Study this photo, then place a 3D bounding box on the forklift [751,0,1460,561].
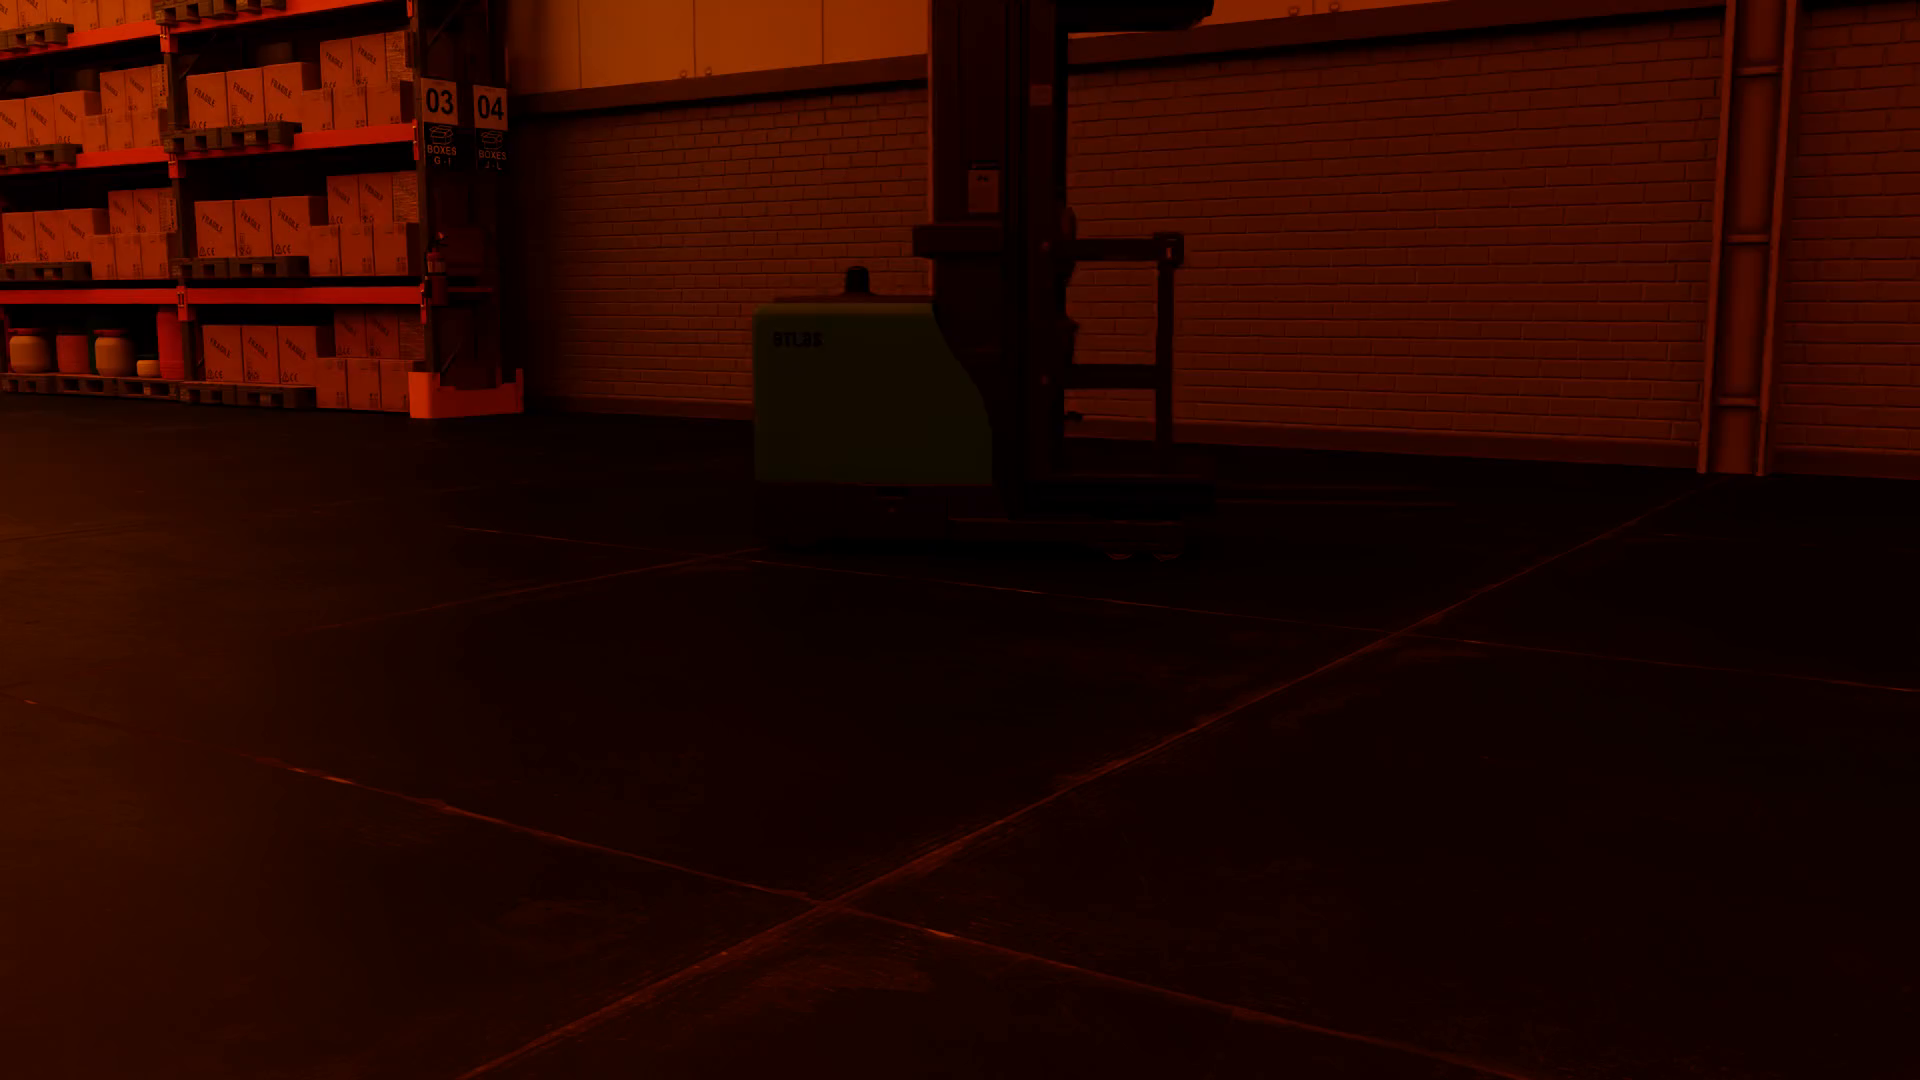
[{"bbox_3d":[0.644,-1.443,7.341,3.031,2.935,1.130,1,8,6],"label":"forklift"}]
